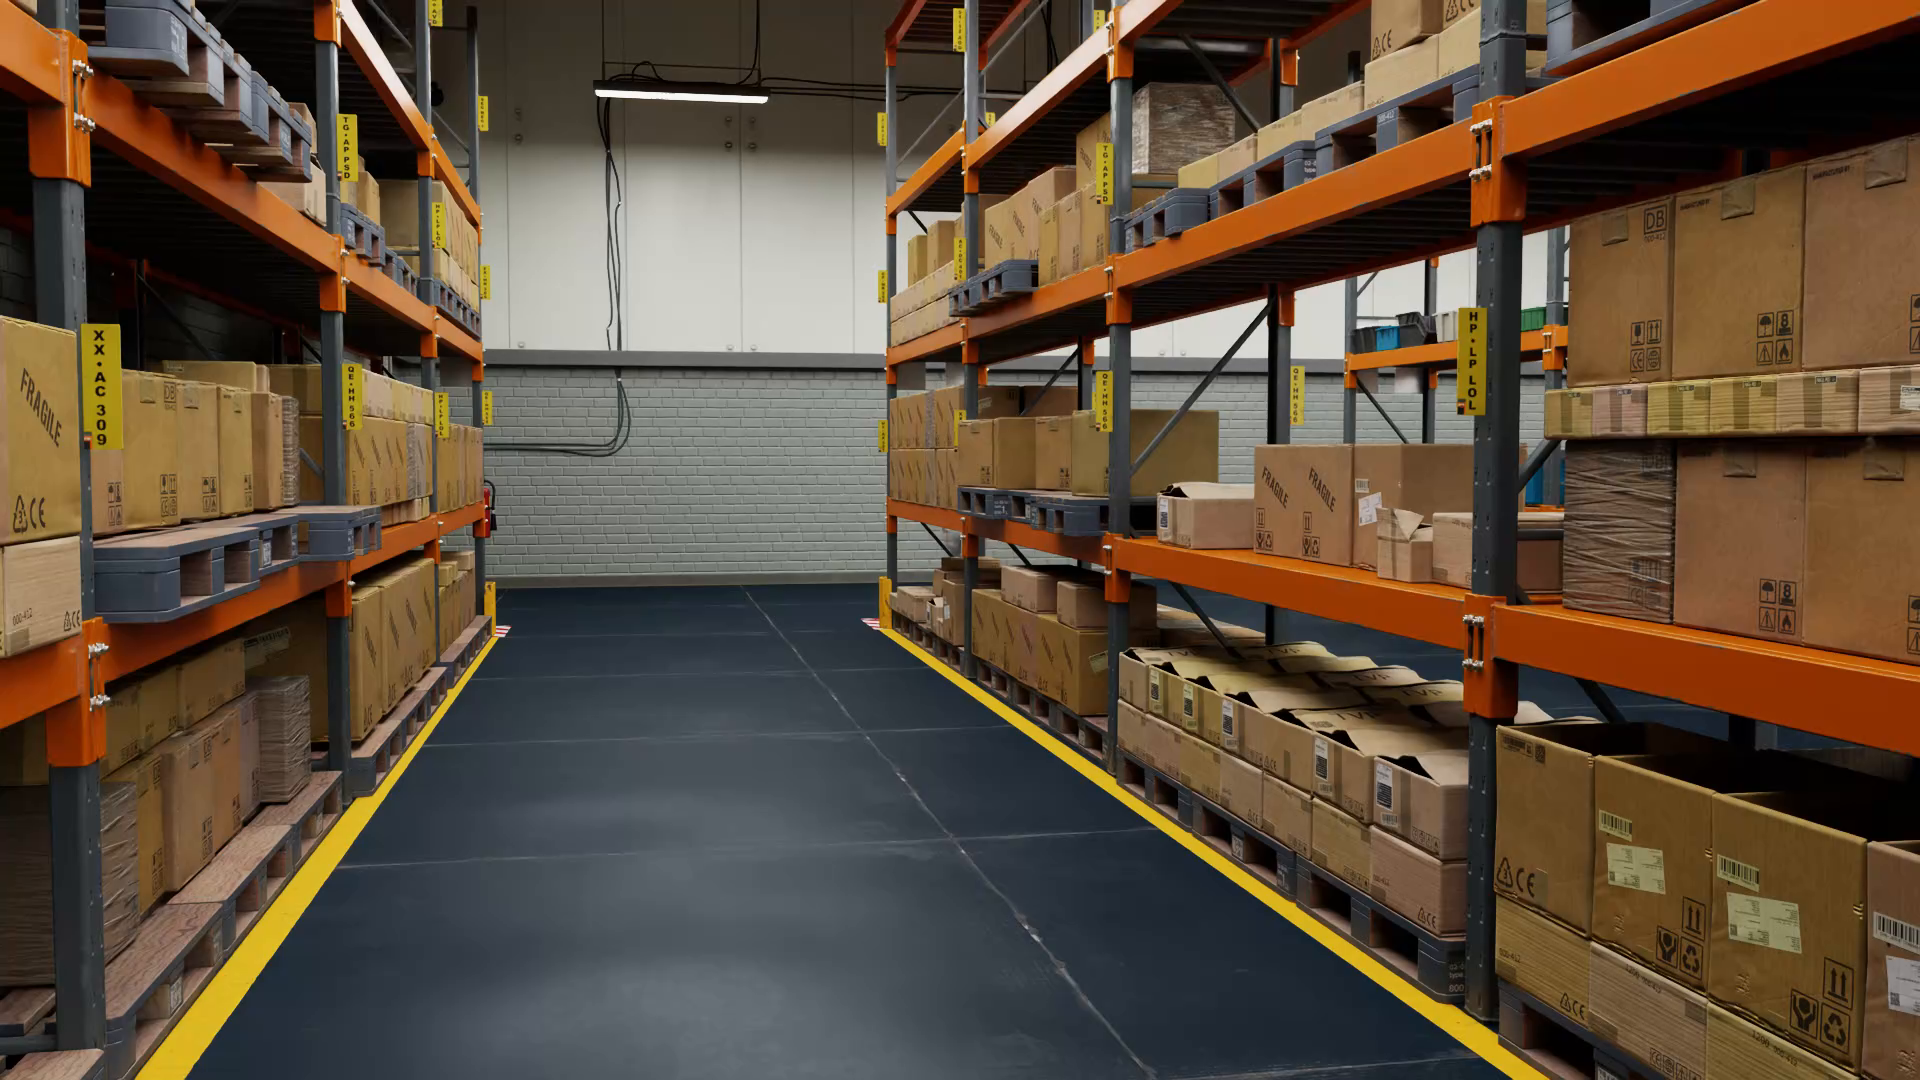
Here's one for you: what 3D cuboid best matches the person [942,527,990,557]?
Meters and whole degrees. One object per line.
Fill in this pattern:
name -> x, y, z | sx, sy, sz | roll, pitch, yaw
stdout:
person -> 0.055, -0.089, 18.604 | 0.565, 1.756, 0.591 | 1, 3, 24
